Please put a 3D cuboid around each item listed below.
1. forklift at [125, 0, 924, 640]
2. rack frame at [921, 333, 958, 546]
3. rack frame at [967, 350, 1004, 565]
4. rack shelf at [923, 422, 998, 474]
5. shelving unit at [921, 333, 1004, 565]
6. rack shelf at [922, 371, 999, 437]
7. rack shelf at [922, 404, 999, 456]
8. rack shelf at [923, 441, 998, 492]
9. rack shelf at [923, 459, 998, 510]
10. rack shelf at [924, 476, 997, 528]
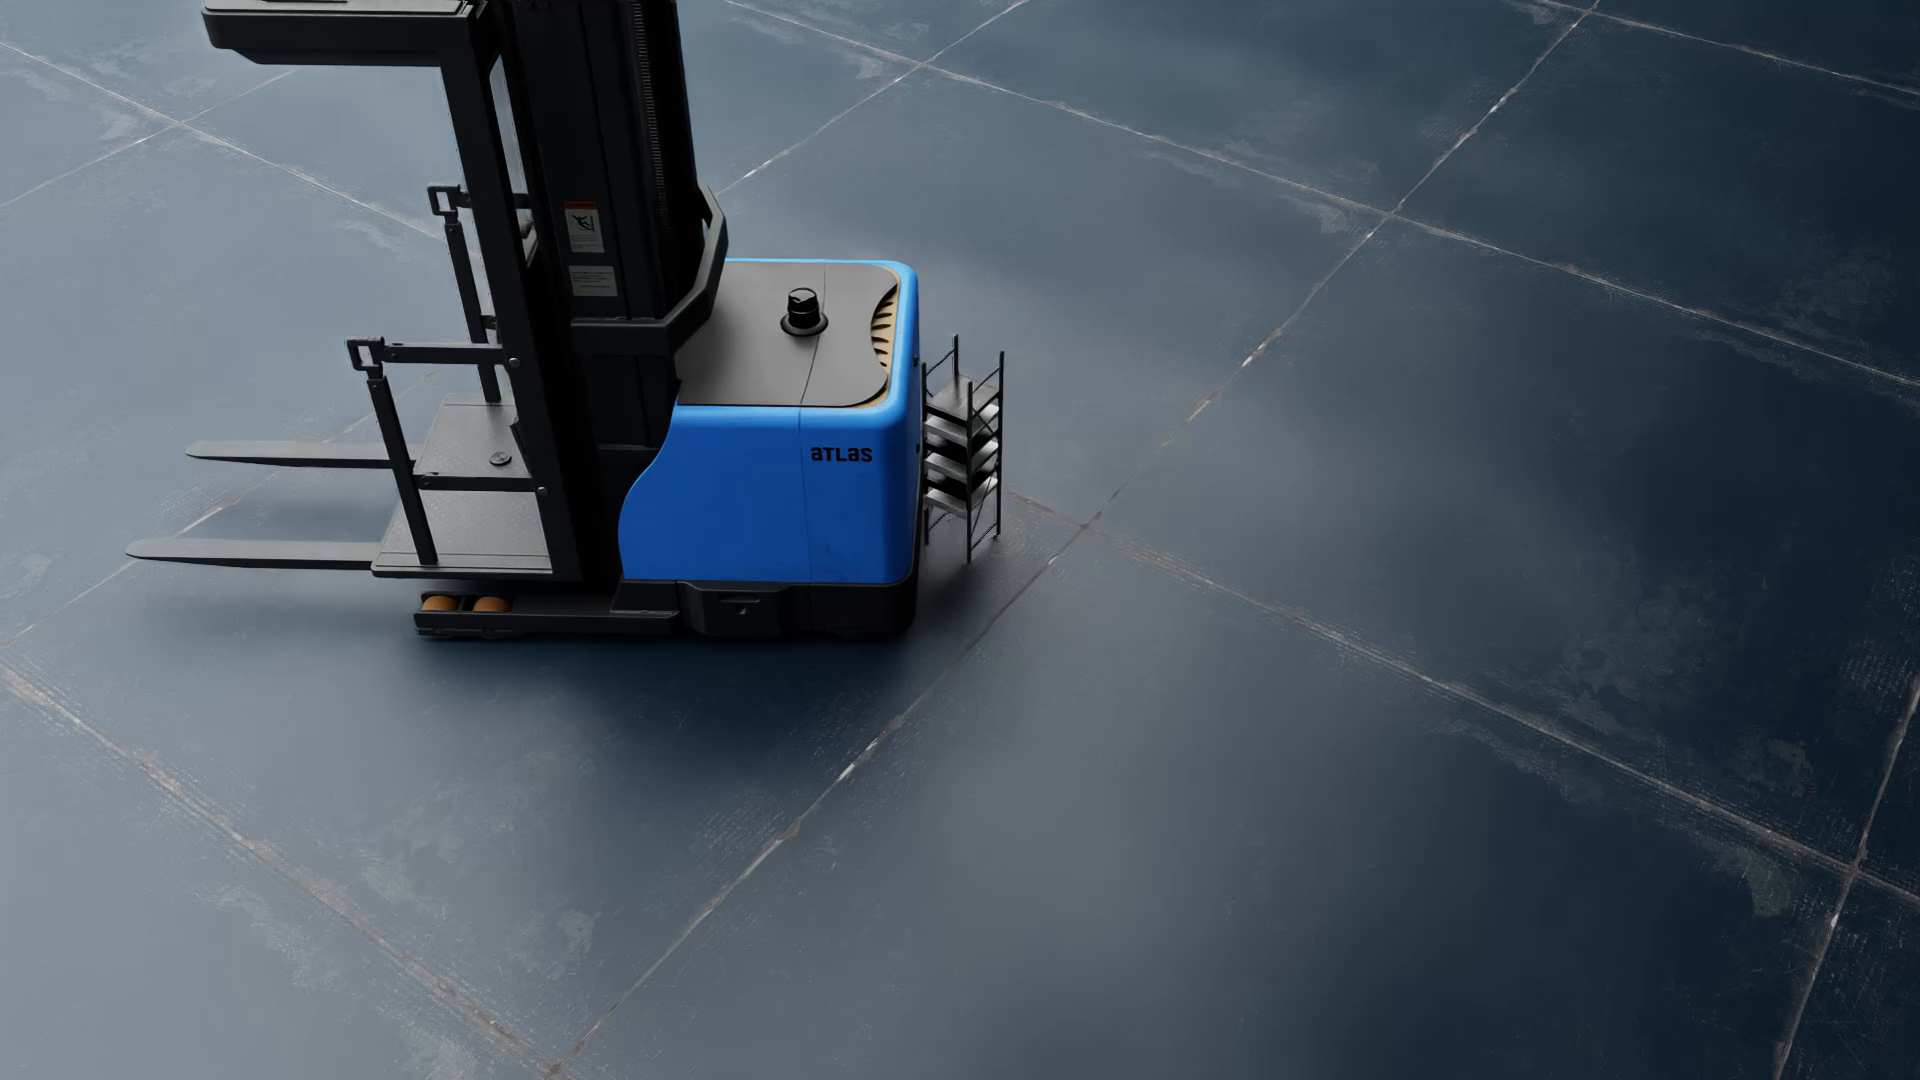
[{"bbox_3d":[-1.673,-1.067,5.744,3.031,2.935,1.130,1,42,1],"label":"forklift"},{"bbox_3d":[-0.074,-0.377,6.497,0.006,0.900,0.240,23,47,24],"label":"rack frame"},{"bbox_3d":[0.096,-0.303,6.414,0.006,0.900,0.240,23,47,24],"label":"rack frame"},{"bbox_3d":[0.011,-0.383,6.418,0.200,0.077,0.258,23,47,24],"label":"rack shelf"},{"bbox_3d":[0.011,-0.340,6.455,0.210,0.900,0.258,23,47,24],"label":"shelving unit"},{"bbox_3d":[0.011,-0.517,6.298,0.200,0.077,0.258,23,47,24],"label":"rack shelf"},{"bbox_3d":[0.011,-0.450,6.358,0.200,0.077,0.258,23,47,24],"label":"rack shelf"},{"bbox_3d":[0.011,-0.315,6.478,0.200,0.077,0.258,23,47,24],"label":"rack shelf"},{"bbox_3d":[0.011,-0.248,6.538,0.200,0.077,0.258,23,47,24],"label":"rack shelf"},{"bbox_3d":[0.011,-0.181,6.598,0.200,0.077,0.258,23,47,24],"label":"rack shelf"}]
